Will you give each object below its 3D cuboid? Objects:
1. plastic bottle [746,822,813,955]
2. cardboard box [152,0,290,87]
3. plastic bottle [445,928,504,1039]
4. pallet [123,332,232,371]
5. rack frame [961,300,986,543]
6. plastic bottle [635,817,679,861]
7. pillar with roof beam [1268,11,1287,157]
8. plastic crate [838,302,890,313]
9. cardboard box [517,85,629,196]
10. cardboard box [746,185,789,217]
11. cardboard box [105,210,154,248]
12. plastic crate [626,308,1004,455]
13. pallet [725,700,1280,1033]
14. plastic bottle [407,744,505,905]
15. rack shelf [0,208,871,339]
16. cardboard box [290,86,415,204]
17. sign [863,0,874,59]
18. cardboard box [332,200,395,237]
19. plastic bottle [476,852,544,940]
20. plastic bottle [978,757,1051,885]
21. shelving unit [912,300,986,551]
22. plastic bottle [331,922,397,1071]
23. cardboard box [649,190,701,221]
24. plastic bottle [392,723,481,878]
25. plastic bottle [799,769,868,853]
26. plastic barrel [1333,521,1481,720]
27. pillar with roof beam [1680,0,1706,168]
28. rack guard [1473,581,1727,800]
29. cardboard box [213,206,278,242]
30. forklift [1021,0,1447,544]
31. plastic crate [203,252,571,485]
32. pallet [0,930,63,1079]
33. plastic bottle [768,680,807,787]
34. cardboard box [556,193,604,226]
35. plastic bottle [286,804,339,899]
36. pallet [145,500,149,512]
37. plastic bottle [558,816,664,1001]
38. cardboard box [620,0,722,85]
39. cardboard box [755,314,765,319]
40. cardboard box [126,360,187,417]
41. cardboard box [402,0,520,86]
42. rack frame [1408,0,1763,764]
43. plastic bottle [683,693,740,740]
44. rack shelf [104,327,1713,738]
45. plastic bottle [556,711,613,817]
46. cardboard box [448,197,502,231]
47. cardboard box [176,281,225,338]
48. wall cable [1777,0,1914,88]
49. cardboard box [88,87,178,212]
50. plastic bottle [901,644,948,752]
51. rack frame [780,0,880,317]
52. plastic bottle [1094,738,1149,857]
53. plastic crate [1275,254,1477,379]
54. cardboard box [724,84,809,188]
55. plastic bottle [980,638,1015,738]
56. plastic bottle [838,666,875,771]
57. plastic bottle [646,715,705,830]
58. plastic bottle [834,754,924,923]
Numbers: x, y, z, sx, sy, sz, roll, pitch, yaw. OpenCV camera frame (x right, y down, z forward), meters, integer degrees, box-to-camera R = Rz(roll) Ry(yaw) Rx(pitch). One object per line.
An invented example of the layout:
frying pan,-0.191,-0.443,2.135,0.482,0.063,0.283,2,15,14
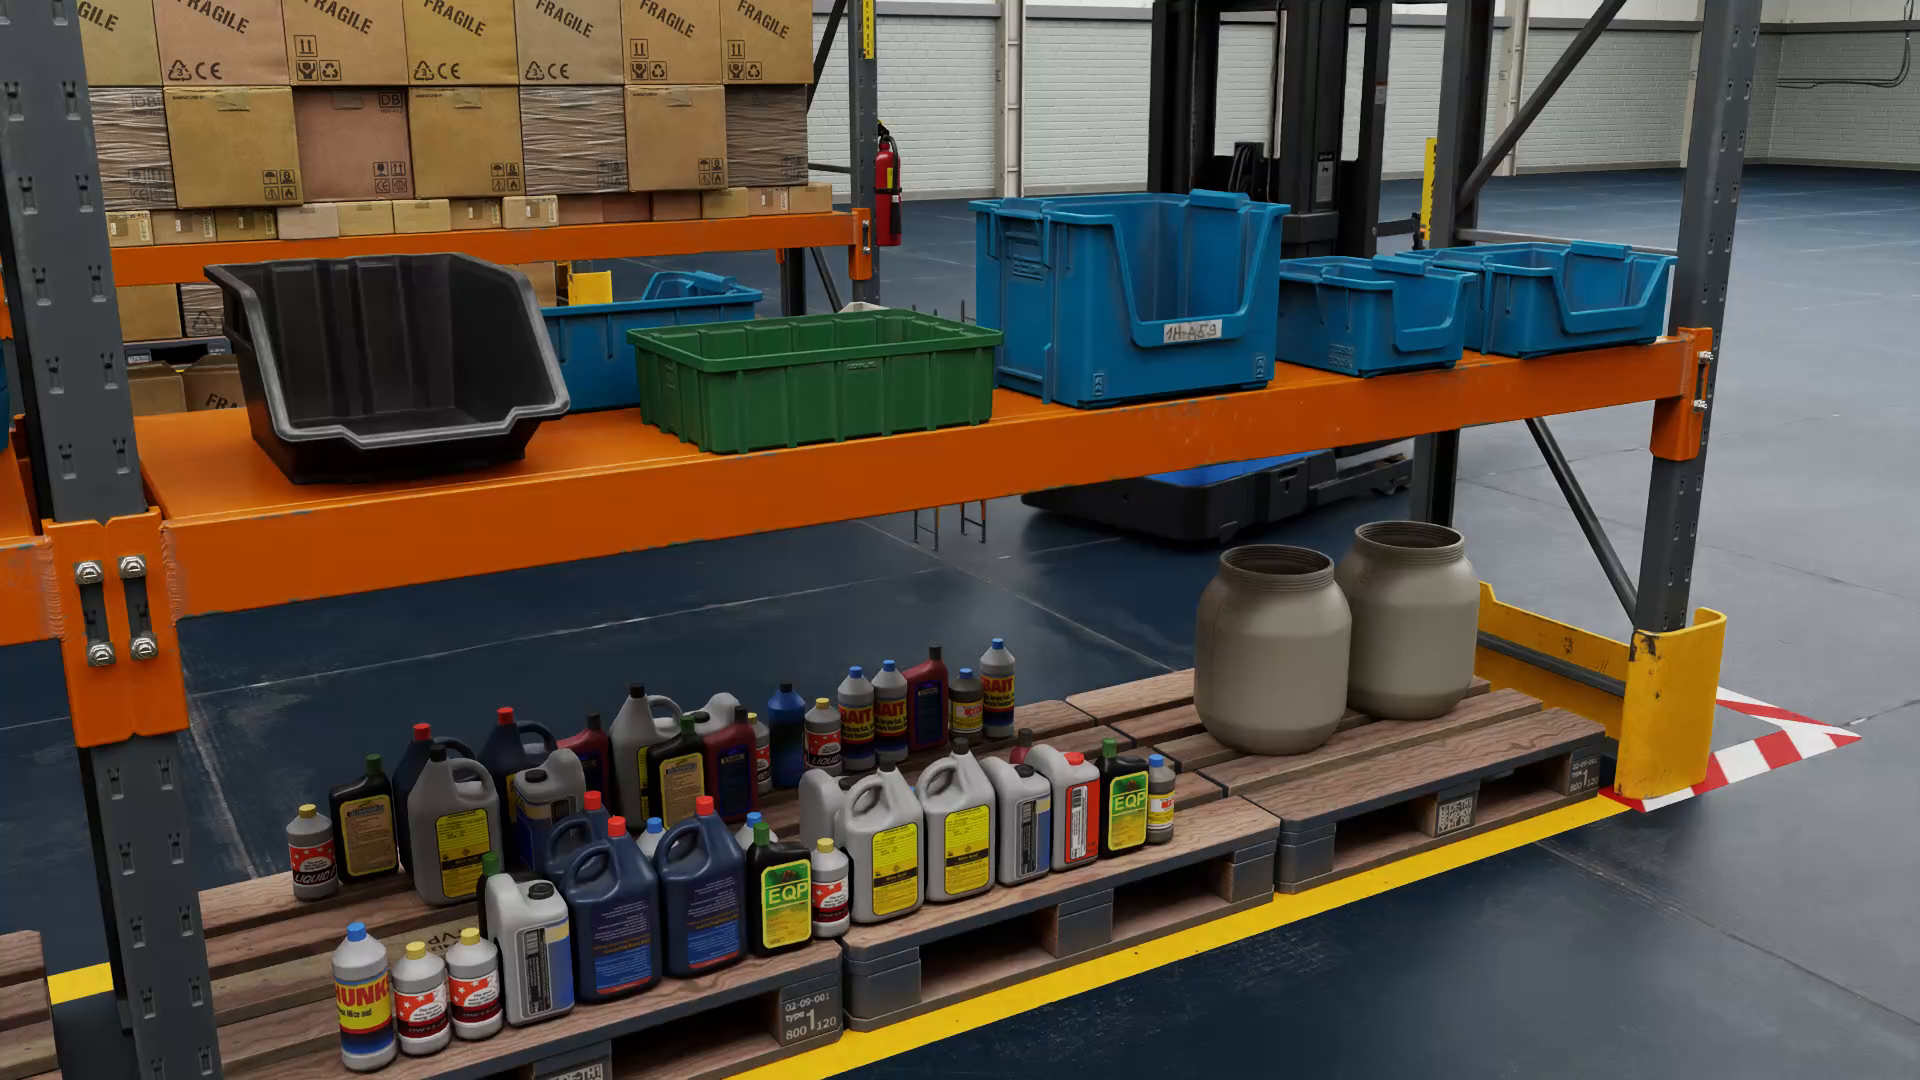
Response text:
plastic bottle,-0.379,0.722,3.494,0.133,0.283,0.061,-8,18,-27
cardboard box,-3.216,-2.211,7.150,0.500,0.500,0.500,-9,18,-30
plastic bottle,-0.936,0.846,3.204,0.097,0.201,0.097,0,16,0
pallet,-5.936,-1.371,11.909,1.213,0.211,1.003,-9,18,-30
rack frame,0.059,-0.515,7.302,0.008,1.050,0.200,-9,18,-30
plastic bottle,-0.642,0.719,3.526,0.097,0.271,0.097,0,16,0
pillar with roof beam,8.191,-9.968,26.296,0.400,9.000,9.100,-9,18,-30
plastic crate,-0.348,-0.476,4.038,0.437,0.136,0.530,-9,18,-30
cardboard box,-2.035,-1.985,8.197,0.500,0.500,0.875,-9,18,-30
cardboard box,-1.084,-1.777,8.659,0.250,0.149,0.380,-9,18,-30
cardboard box,-3.600,-1.335,7.082,0.250,0.149,0.380,-9,18,-30
plastic crate,-0.301,-0.340,3.457,0.662,0.188,0.450,-9,18,-30
pallet,0.034,0.770,4.272,1.213,0.211,1.003,-9,18,-30
plastic bottle,-1.132,0.622,3.725,0.185,0.351,0.144,-9,18,-30
rack shelf,-2.446,-1.396,8.165,4.000,0.370,1.077,-9,18,-30
cardboard box,-2.919,-1.858,7.745,0.500,0.500,0.875,-9,18,-30
sign,-0.463,-2.599,8.393,0.005,0.325,0.100,-9,18,-30
cardboard box,-2.762,-1.483,7.609,0.250,0.149,0.380,-9,18,-30
plastic bottle,-0.903,0.759,3.362,0.133,0.283,0.061,-9,18,-30
plastic bottle,0.122,0.630,3.836,0.135,0.276,0.152,-10,18,-31
shelving unit,-0.046,-0.498,7.242,0.252,1.050,0.215,-9,18,-30
plastic bottle,-1.111,0.841,3.093,0.097,0.271,0.097,0,16,0
cardboard box,-1.494,-1.700,8.381,0.250,0.149,0.380,-9,18,-30
plastic bottle,-1.206,0.589,3.844,0.185,0.351,0.144,-10,18,-31
plastic bottle,-0.276,0.649,3.768,0.135,0.276,0.152,-9,18,-30
plastic barrel,1.294,0.230,4.861,0.421,0.512,0.421,0,16,0
pillar with roof beam,18.477,-11.636,32.247,0.400,9.000,9.100,-9,18,-30
rack guard,1.778,0.351,5.233,0.348,0.500,1.175,-9,18,-30
cardboard box,-3.191,-1.413,7.360,0.250,0.149,0.380,-9,18,-30
forklift,1.671,-1.716,8.102,1.130,2.935,3.031,15,21,42
plastic crate,-1.095,-0.332,3.151,0.504,0.338,0.767,-9,18,-30
pallet,-2.263,1.142,2.943,1.213,0.211,1.003,-9,18,-30
plastic bottle,-0.449,0.497,4.319,0.097,0.271,0.097,0,16,0
cardboard box,-1.933,-1.634,8.149,0.250,0.149,0.380,-9,18,-30
plastic bottle,-1.459,0.695,3.744,0.097,0.201,0.097,0,16,0
pallet,-3.603,-0.223,7.815,1.213,0.211,1.003,-9,18,-30
plastic bottle,-0.704,0.729,3.344,0.185,0.351,0.144,-9,18,-28
cardboard box,-1.501,-2.489,8.142,0.500,0.500,0.500,-9,18,-30
cardboard box,-1.276,-0.936,9.045,0.500,0.500,0.500,-6,17,-19
cardboard box,-3.797,-0.509,7.522,0.500,0.500,0.500,-10,18,-31
cardboard box,-2.364,-2.352,7.655,0.500,0.500,0.500,-9,18,-30
rack frame,1.819,-0.874,4.972,0.127,3.000,1.000,-9,18,-30
plastic bottle,-0.623,0.532,4.186,0.135,0.276,0.152,-9,18,-29
rack shelf,0.105,-0.250,4.077,4.000,0.370,1.077,-9,18,-30
plastic bottle,-0.923,0.563,4.063,0.133,0.283,0.061,-8,17,-26
cardboard box,-2.351,-1.560,7.885,0.250,0.149,0.380,-9,18,-30
cardboard box,-5.282,-2.002,12.155,0.875,0.875,0.875,-9,18,-29
wall cable,19.466,-11.240,36.588,0.112,2.526,3.097,-9,18,-30
cardboard box,-3.743,-1.704,7.195,0.500,0.500,0.875,-9,18,-30
plastic bottle,-0.099,0.429,4.540,0.133,0.283,0.061,-9,18,-29
rack frame,-0.732,-2.020,9.060,0.127,3.000,1.000,-9,18,-30
plastic bottle,0.380,0.599,3.933,0.133,0.283,0.061,-9,18,-28
plastic crate,0.985,-0.575,4.179,0.408,0.251,0.499,-9,18,-30
cardboard box,-1.217,-2.142,8.756,0.500,0.500,0.875,-9,18,-30
plastic bottle,0.105,0.407,4.639,0.097,0.271,0.097,0,16,0
plastic bottle,-0.275,0.469,4.419,0.097,0.271,0.097,0,16,0
plastic bottle,-0.690,0.570,4.036,0.133,0.283,0.061,-9,18,-30
plastic bottle,-0.178,0.644,3.649,0.185,0.351,0.144,-9,18,-30
